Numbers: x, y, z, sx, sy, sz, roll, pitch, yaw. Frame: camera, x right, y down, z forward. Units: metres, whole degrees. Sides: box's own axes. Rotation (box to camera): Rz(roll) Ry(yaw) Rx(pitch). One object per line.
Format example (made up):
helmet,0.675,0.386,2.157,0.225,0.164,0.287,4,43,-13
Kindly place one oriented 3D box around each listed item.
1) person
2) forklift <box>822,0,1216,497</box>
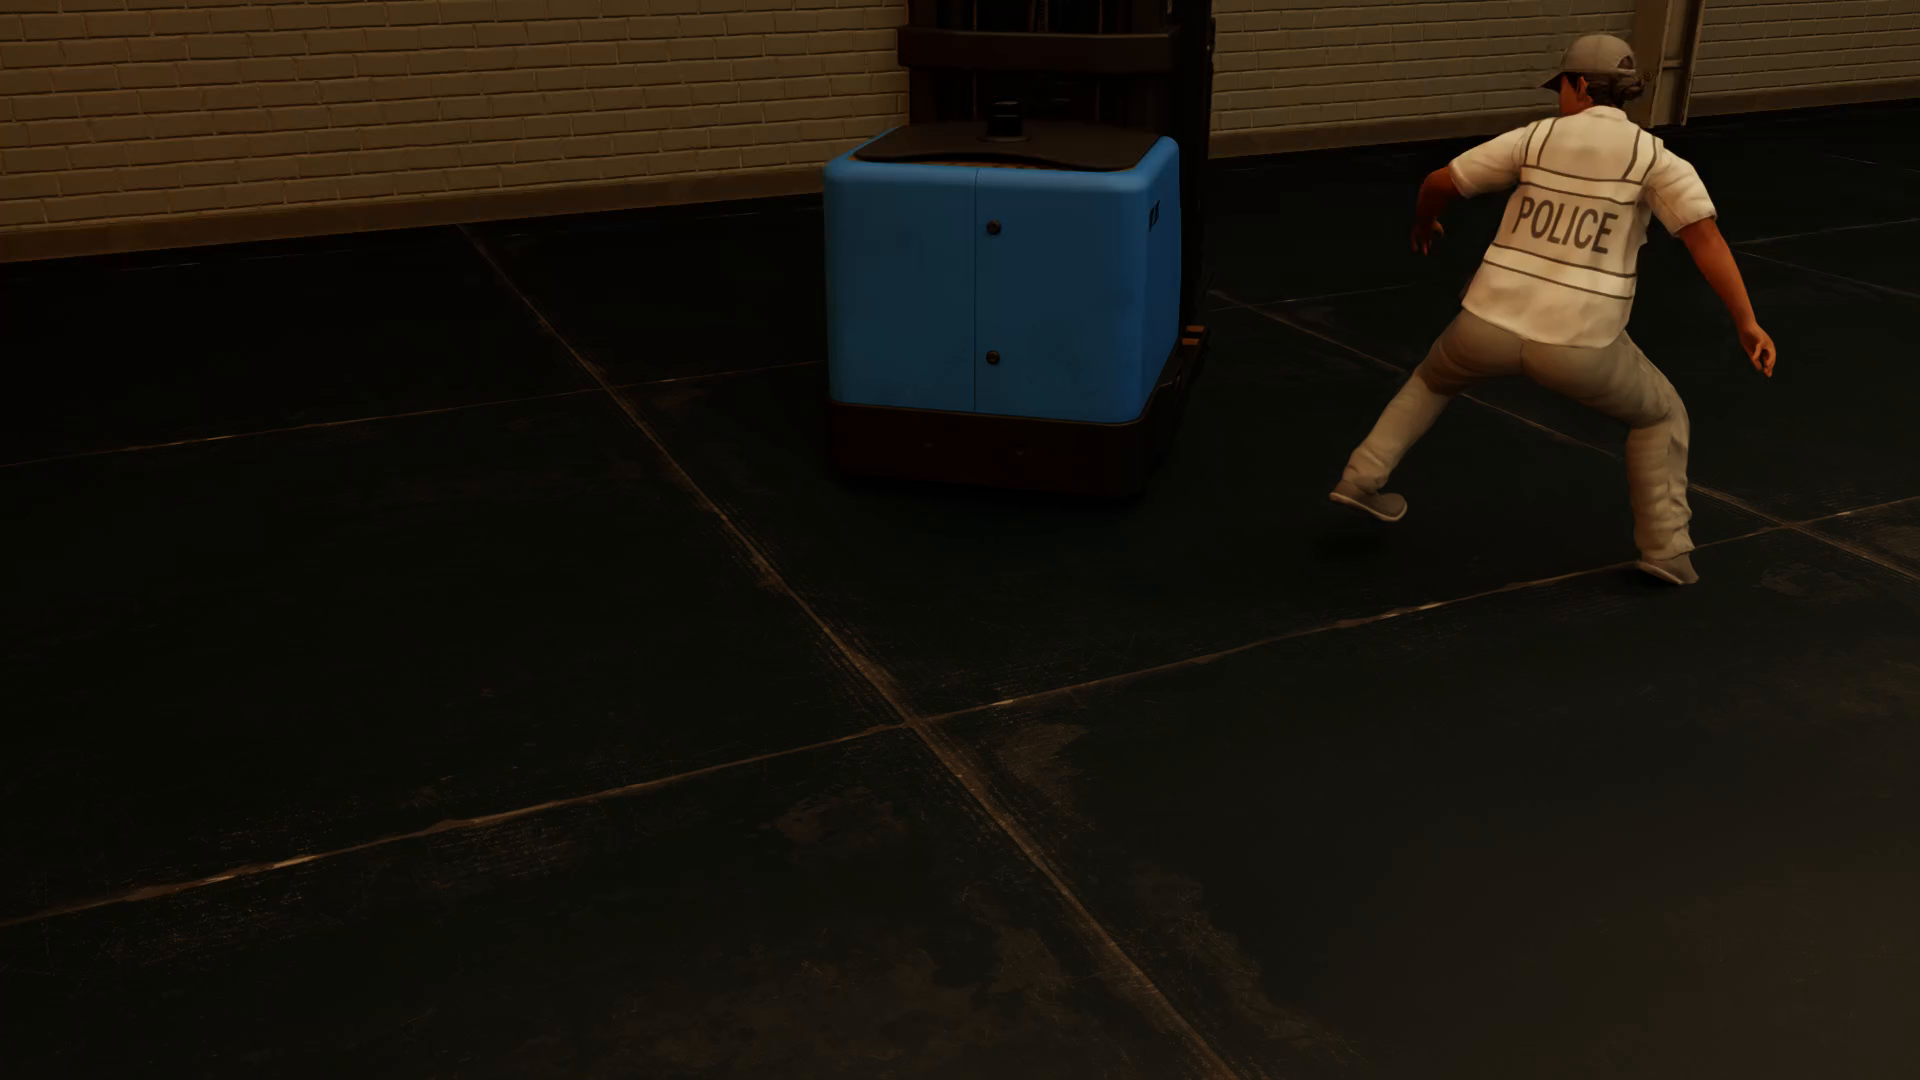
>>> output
person,1.702,-0.585,4.673,1.124,1.592,0.510,14,27,31
forklift,0.412,-2.025,6.162,1.130,2.935,3.031,5,23,13
